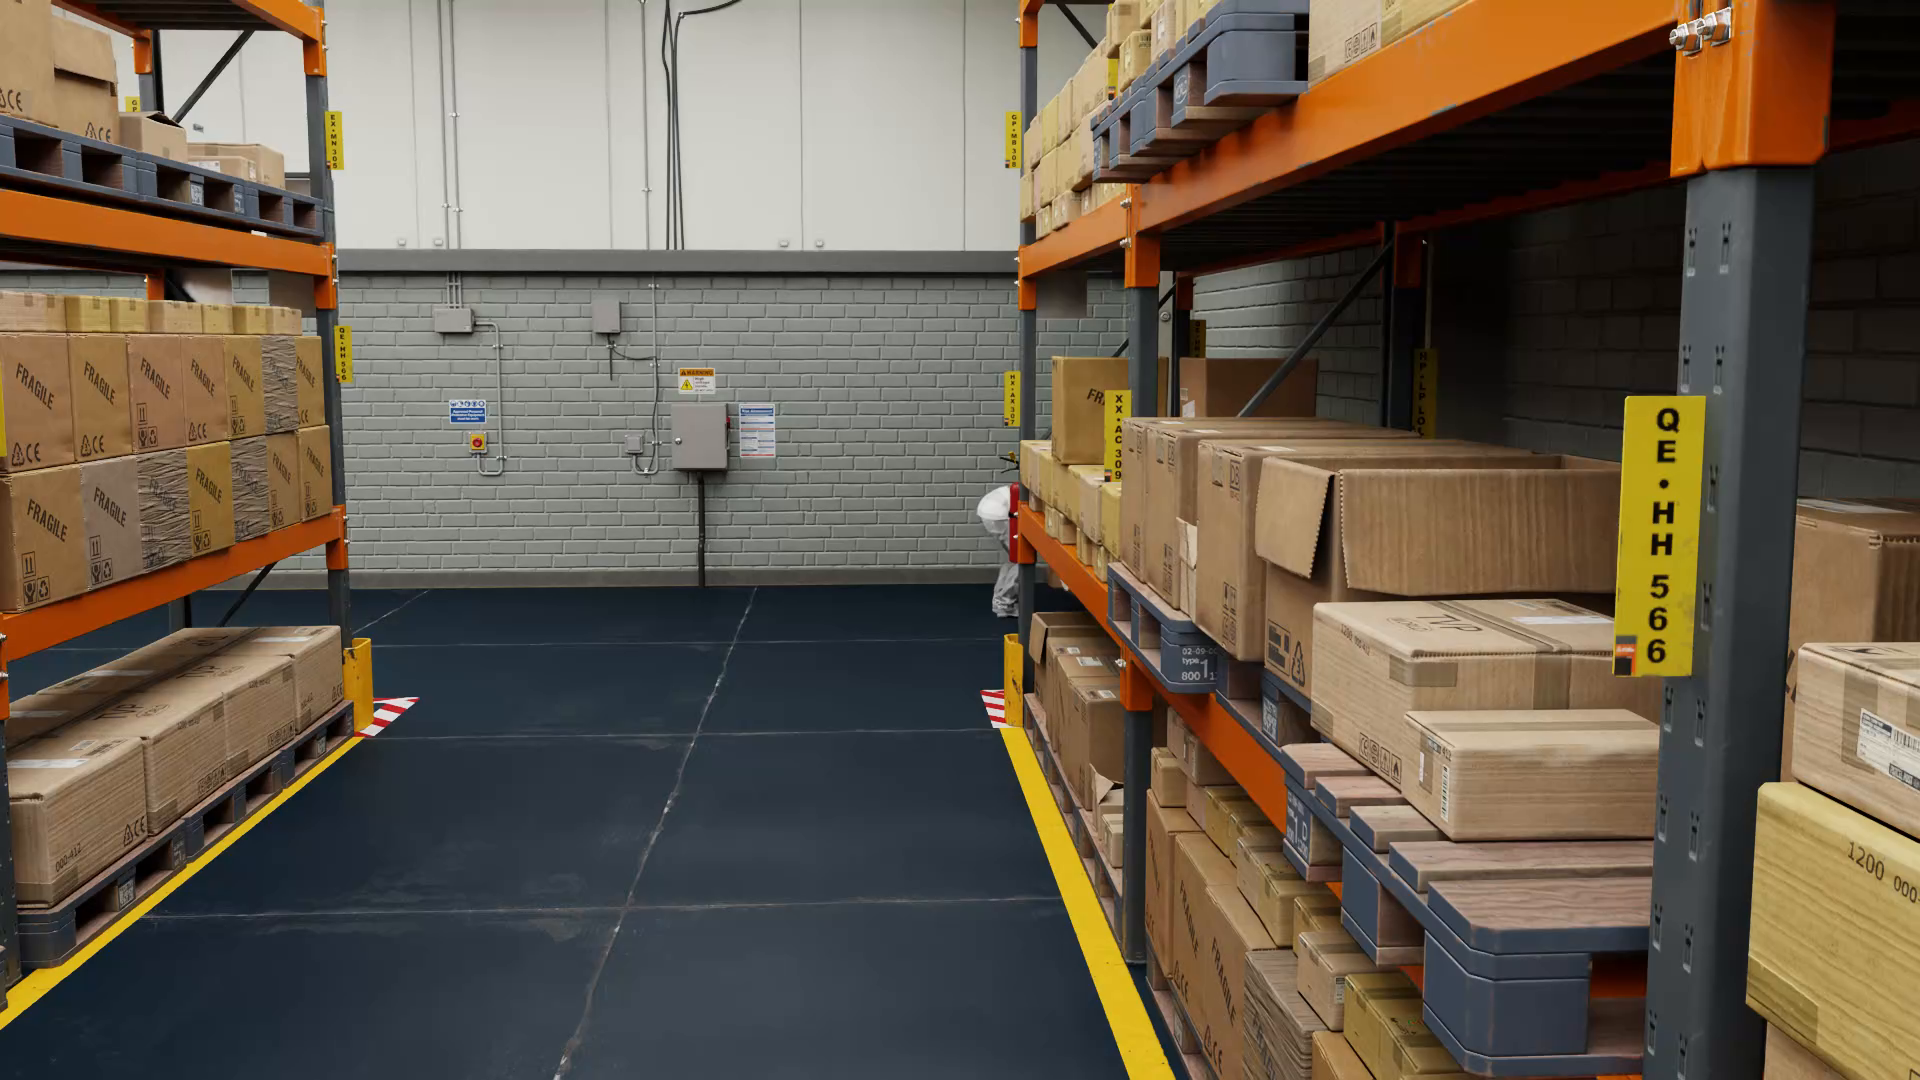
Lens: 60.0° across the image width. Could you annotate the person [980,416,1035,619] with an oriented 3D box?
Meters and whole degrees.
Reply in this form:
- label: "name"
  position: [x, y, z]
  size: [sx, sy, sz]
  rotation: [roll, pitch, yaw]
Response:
- label: "person"
  position: [0.410, -0.257, 13.860]
  size: [0.451, 1.773, 0.627]
  rotation: [-1, 7, -11]
